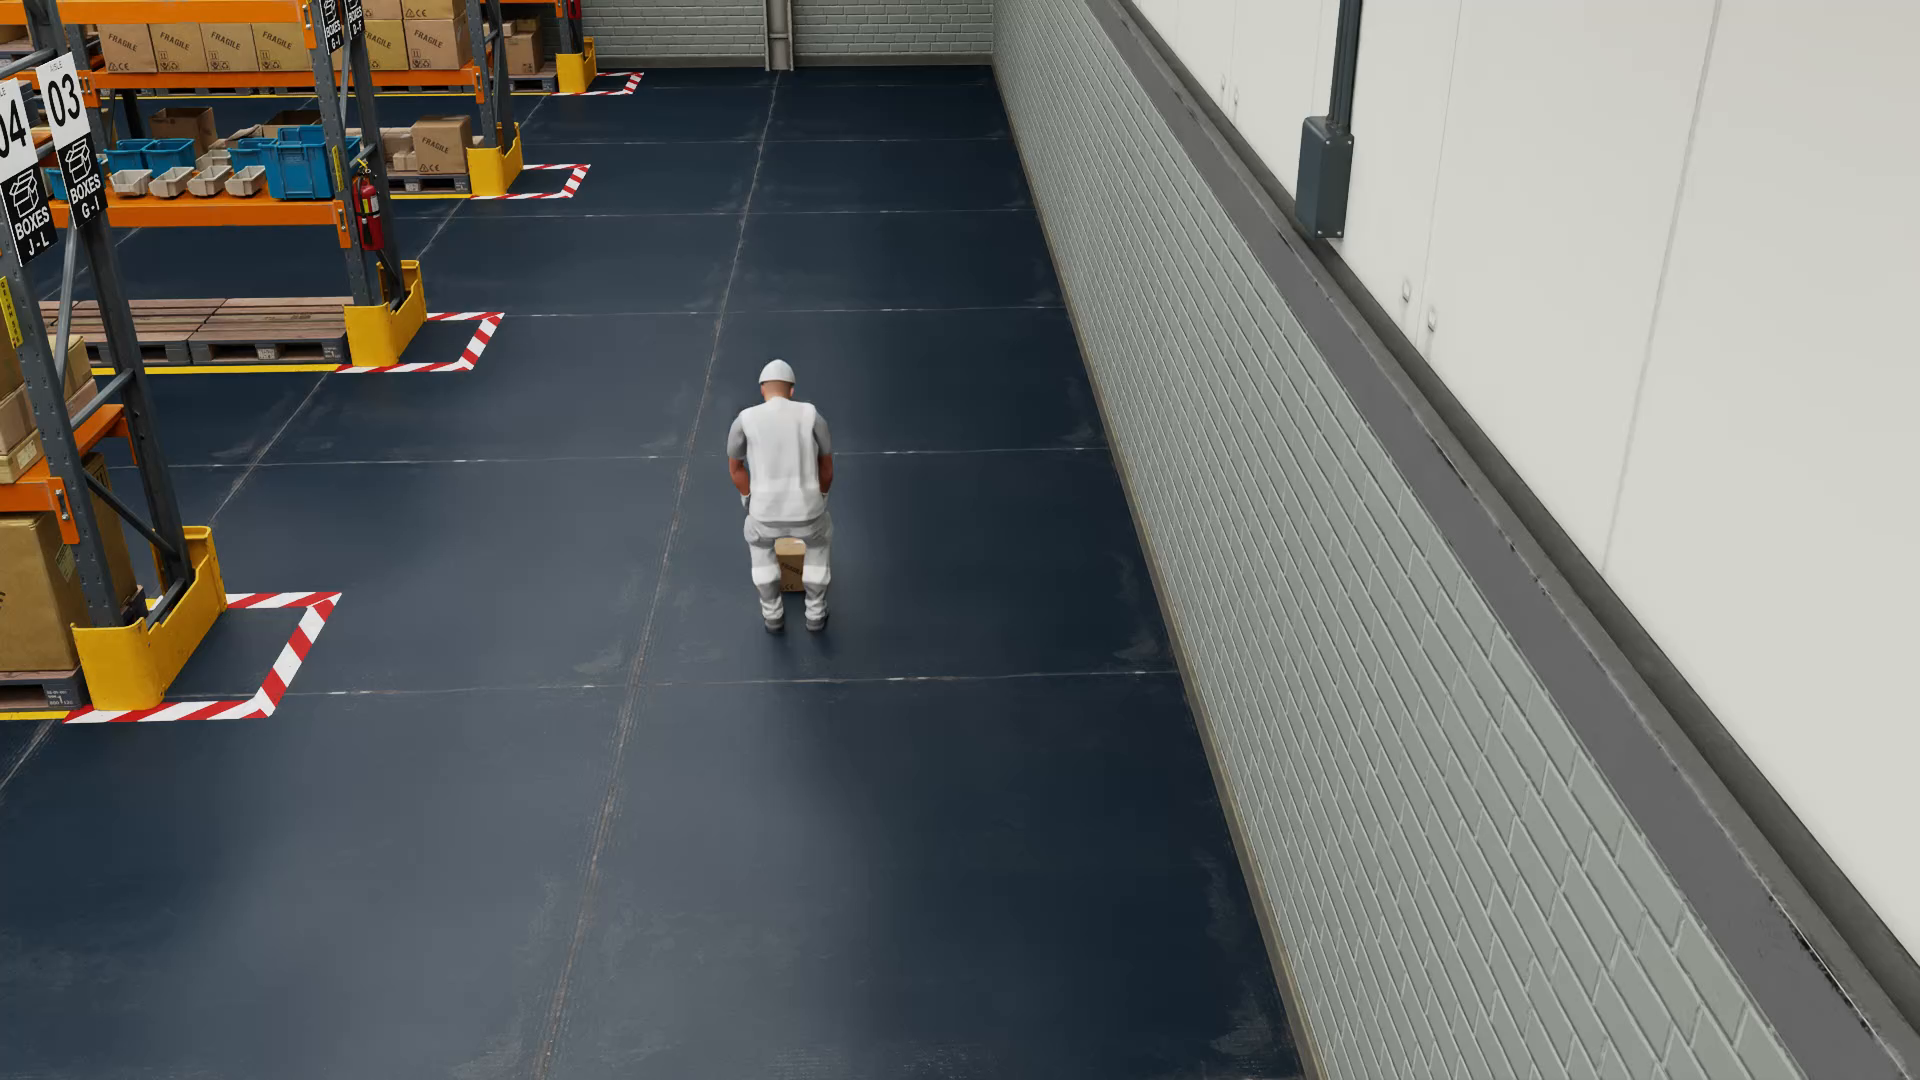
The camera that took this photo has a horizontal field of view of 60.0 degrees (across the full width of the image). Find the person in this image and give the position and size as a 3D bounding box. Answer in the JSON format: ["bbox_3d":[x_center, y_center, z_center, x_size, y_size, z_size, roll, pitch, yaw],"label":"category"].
[{"bbox_3d":[-1.000,-0.224,9.341,0.581,1.500,0.707,-1,27,-2],"label":"person"}]
